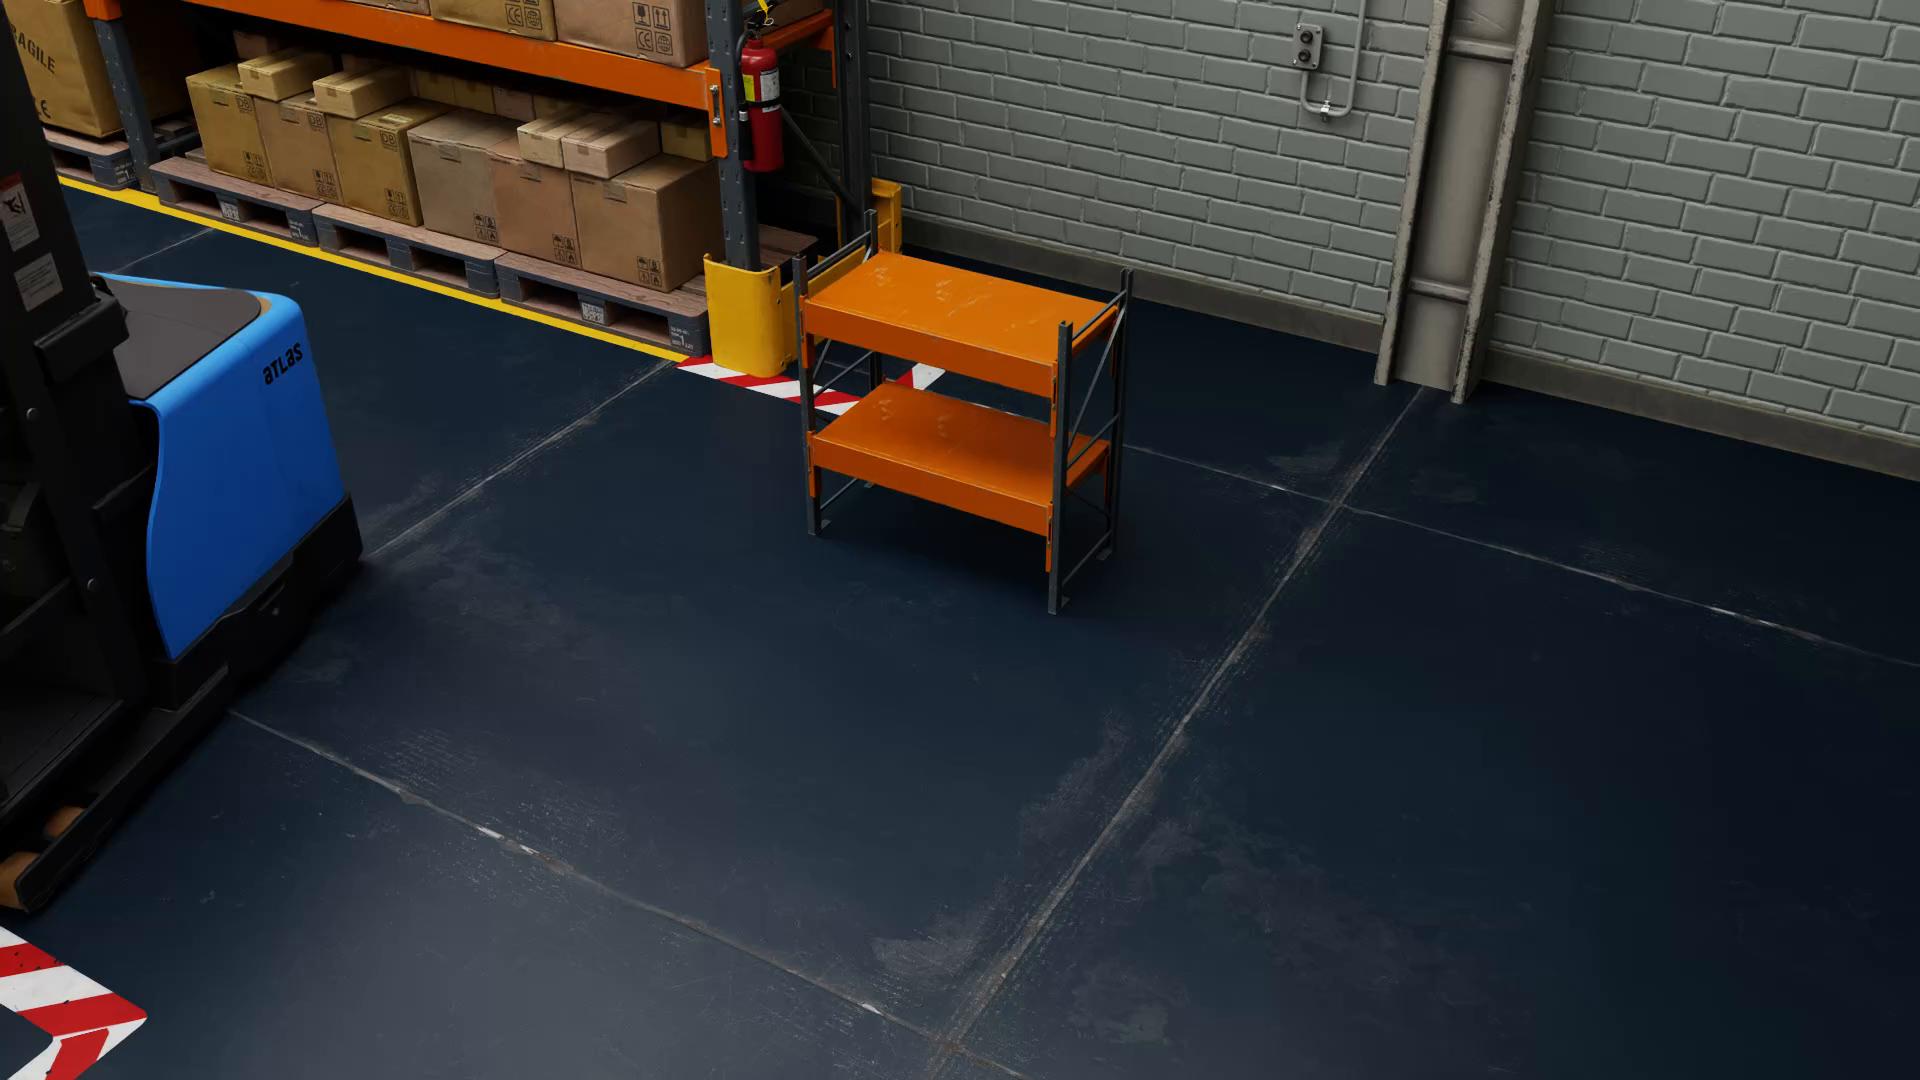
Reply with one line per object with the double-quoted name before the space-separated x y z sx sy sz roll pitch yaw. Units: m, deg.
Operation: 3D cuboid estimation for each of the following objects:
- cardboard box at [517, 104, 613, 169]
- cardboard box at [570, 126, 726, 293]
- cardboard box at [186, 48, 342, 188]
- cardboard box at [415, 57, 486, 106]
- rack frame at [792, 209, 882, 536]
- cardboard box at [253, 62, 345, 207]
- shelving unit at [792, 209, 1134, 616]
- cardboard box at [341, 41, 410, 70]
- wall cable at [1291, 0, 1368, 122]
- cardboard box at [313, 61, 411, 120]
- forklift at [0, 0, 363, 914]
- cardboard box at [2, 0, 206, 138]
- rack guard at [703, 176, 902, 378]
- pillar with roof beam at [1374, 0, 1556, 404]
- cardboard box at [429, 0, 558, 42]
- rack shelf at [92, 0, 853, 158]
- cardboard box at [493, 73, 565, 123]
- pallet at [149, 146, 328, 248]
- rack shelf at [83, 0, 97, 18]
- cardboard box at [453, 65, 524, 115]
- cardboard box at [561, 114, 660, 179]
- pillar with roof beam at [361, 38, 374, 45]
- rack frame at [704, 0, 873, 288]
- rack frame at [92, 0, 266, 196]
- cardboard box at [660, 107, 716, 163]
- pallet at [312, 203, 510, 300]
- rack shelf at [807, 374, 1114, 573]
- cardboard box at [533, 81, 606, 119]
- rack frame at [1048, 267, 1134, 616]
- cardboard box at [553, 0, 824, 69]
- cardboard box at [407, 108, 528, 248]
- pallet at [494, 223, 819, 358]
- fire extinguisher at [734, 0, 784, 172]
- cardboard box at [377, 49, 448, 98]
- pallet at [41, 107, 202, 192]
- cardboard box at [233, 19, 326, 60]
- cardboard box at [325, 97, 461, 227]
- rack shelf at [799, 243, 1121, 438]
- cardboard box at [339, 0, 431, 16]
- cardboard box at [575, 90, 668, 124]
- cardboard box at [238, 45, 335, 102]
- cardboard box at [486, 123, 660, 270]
"cardboard box" -1.796 -1.849 7.612 0.250 0.149 0.380 19 38 26
"cardboard box" -1.371 -1.561 7.765 0.500 0.500 0.700 18 37 24
"cardboard box" -3.589 -2.262 8.817 0.500 0.500 0.700 18 38 25
"cardboard box" -2.485 -2.311 8.305 0.250 0.149 0.380 17 37 24
"rack frame" -0.435 -0.606 6.145 0.032 1.125 0.500 18 37 24
"cardboard box" -3.154 -2.122 8.607 0.500 0.500 0.700 17 37 24
"shelving unit" 0.006 -0.466 5.935 1.048 1.125 0.538 18 37 24
"cardboard box" -2.928 -2.451 8.516 0.250 0.149 0.380 16 37 23
"wall cable" 0.867 -2.809 6.845 1.851 1.984 0.084 18 37 24
"cardboard box" -2.929 -2.207 8.149 0.250 0.149 0.380 16 37 23
"forklift" -3.035 -0.415 4.229 1.130 2.935 3.031 8 34 12
"cardboard box" -4.816 -2.779 9.278 0.750 0.750 0.750 18 38 25
"rack guard" -0.693 -1.236 7.655 0.348 0.500 1.175 18 37 24
"pillar with roof beam" -0.077 -2.382 1.708 0.400 9.000 9.100 18 37 24
"cardboard box" -1.799 -2.738 7.384 0.700 0.700 0.980 17 37 24
"rack shelf" -2.451 -2.533 7.997 4.000 0.370 1.077 18 37 24
"cardboard box" -2.042 -2.171 8.095 0.250 0.149 0.380 18 38 25
"pallet" -3.566 -1.975 9.026 1.213 0.211 1.003 18 37 24
"rack shelf" -5.923 -3.633 9.649 4.000 0.370 1.077 18 37 24
"cardboard box" -2.265 -2.241 8.200 0.250 0.149 0.380 18 38 25
"cardboard box" -1.573 -1.779 7.507 0.250 0.149 0.380 17 37 24
"pillar with roof beam" -5.286 -4.032 4.186 0.400 9.000 9.100 18 37 24
"rack frame" -0.714 -2.283 6.972 0.127 3.000 1.000 18 37 24
"rack frame" -4.187 -3.383 8.624 0.127 3.000 1.000 18 37 24
"cardboard box" -1.164 -1.893 7.678 0.250 0.149 0.380 18 38 25
"pallet" -2.502 -1.640 8.523 1.213 0.211 1.003 18 37 24
"rack shelf" 0.006 -0.263 6.071 1.000 0.278 0.538 18 37 24
"cardboard box" -1.821 -2.101 7.990 0.250 0.149 0.380 18 38 25
"rack frame" 0.447 -0.327 5.725 0.032 1.125 0.500 18 37 24
"cardboard box" -1.162 -2.543 7.092 0.700 0.700 0.980 19 38 26
"cardboard box" -2.243 -1.837 8.179 0.500 0.500 0.700 16 37 23
"pallet" -1.447 -1.304 8.018 1.213 0.211 1.003 18 37 24
"fire extinguisher" -0.812 -1.832 6.701 0.183 0.674 0.296 18 37 24
"cardboard box" -2.709 -2.382 8.411 0.250 0.149 0.380 18 38 25
"pallet" -4.894 -2.398 9.661 1.213 0.211 1.003 18 37 24
"cardboard box" -3.616 -2.668 8.841 0.250 0.149 0.380 17 37 24
"cardboard box" -2.710 -1.980 8.394 0.500 0.500 0.700 18 38 25
"rack shelf" 0.006 -0.710 5.773 1.000 0.278 0.538 18 37 24
"cardboard box" -2.456 -2.952 7.706 0.700 0.700 0.980 16 37 22
"cardboard box" -1.604 -2.032 7.887 0.250 0.149 0.380 18 38 25
"cardboard box" -3.382 -2.350 8.364 0.250 0.149 0.380 19 38 26
"cardboard box" -1.806 -1.699 7.972 0.500 0.500 0.700 17 37 24
